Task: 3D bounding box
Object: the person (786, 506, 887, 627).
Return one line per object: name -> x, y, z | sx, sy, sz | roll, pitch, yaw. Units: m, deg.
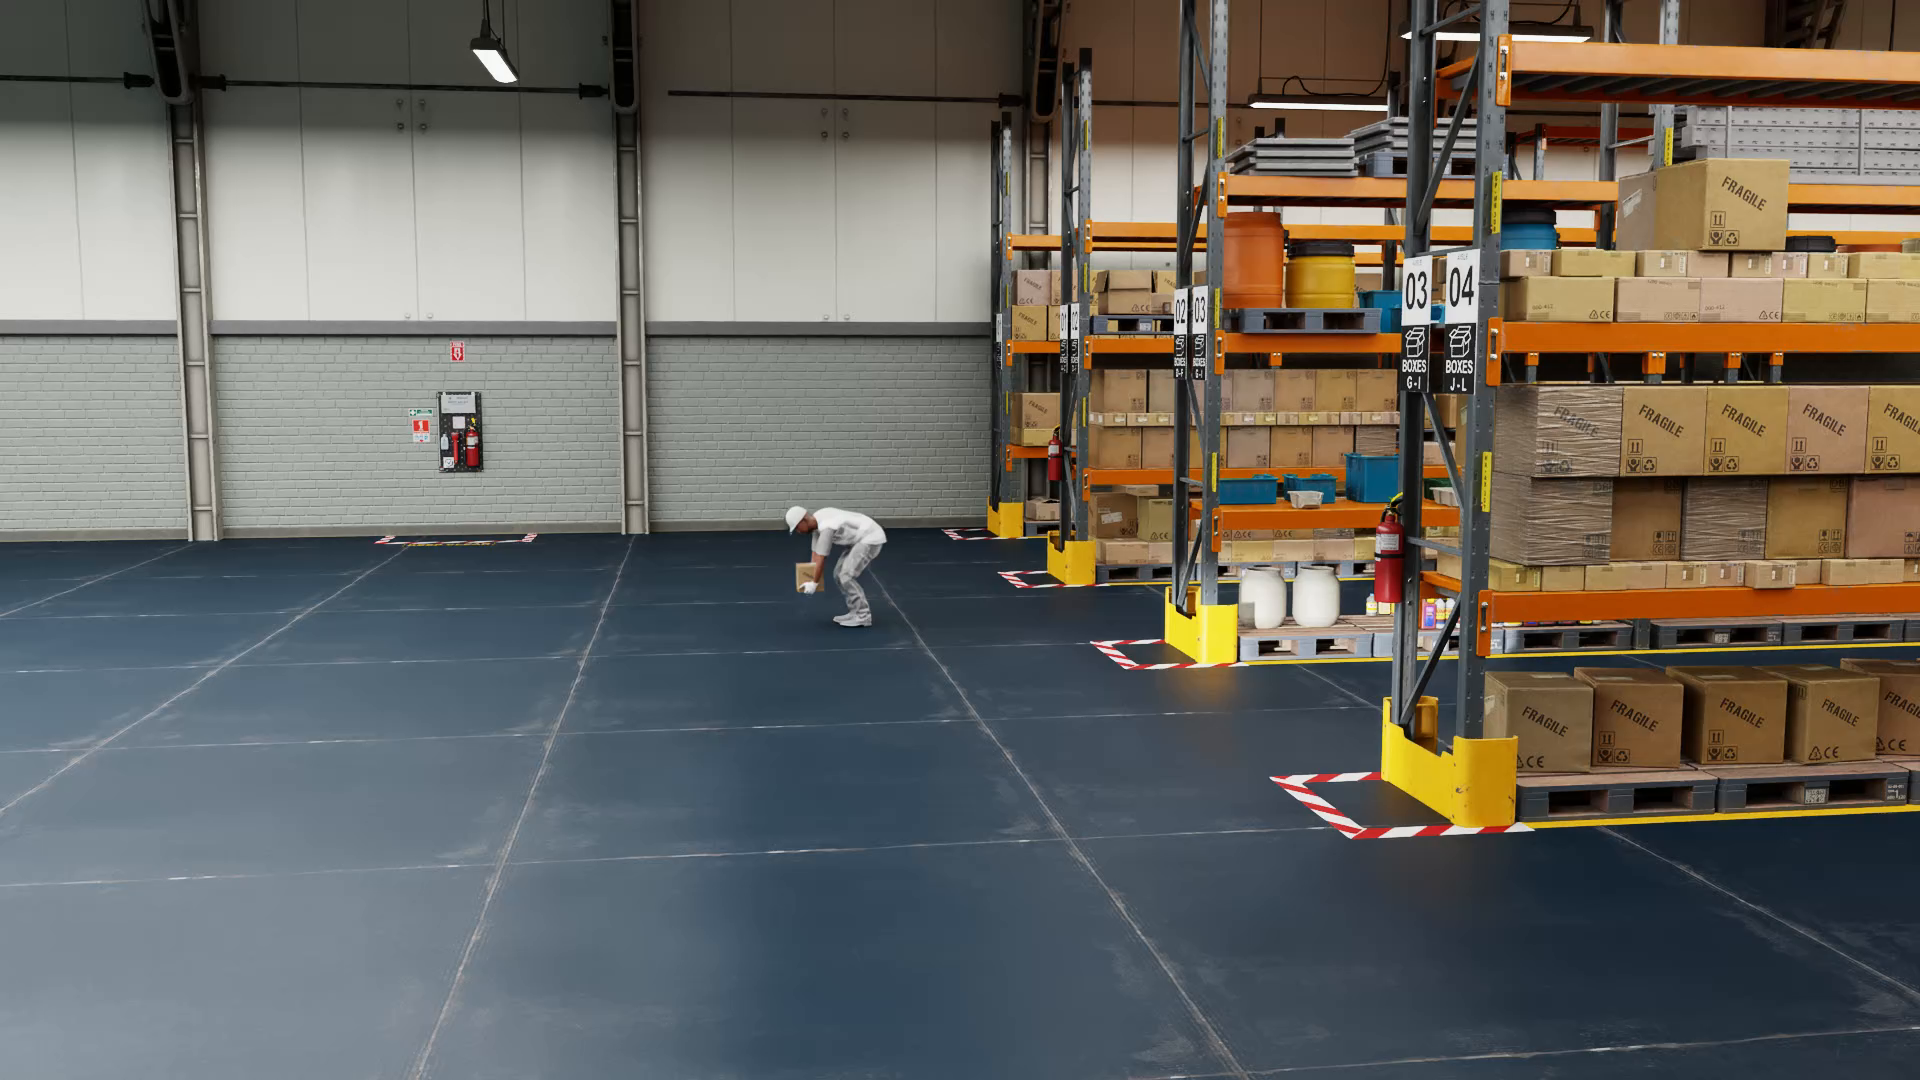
person -> -1.205, 0.249, 16.146 | 0.958, 1.169, 0.517 | -1, 7, -11
